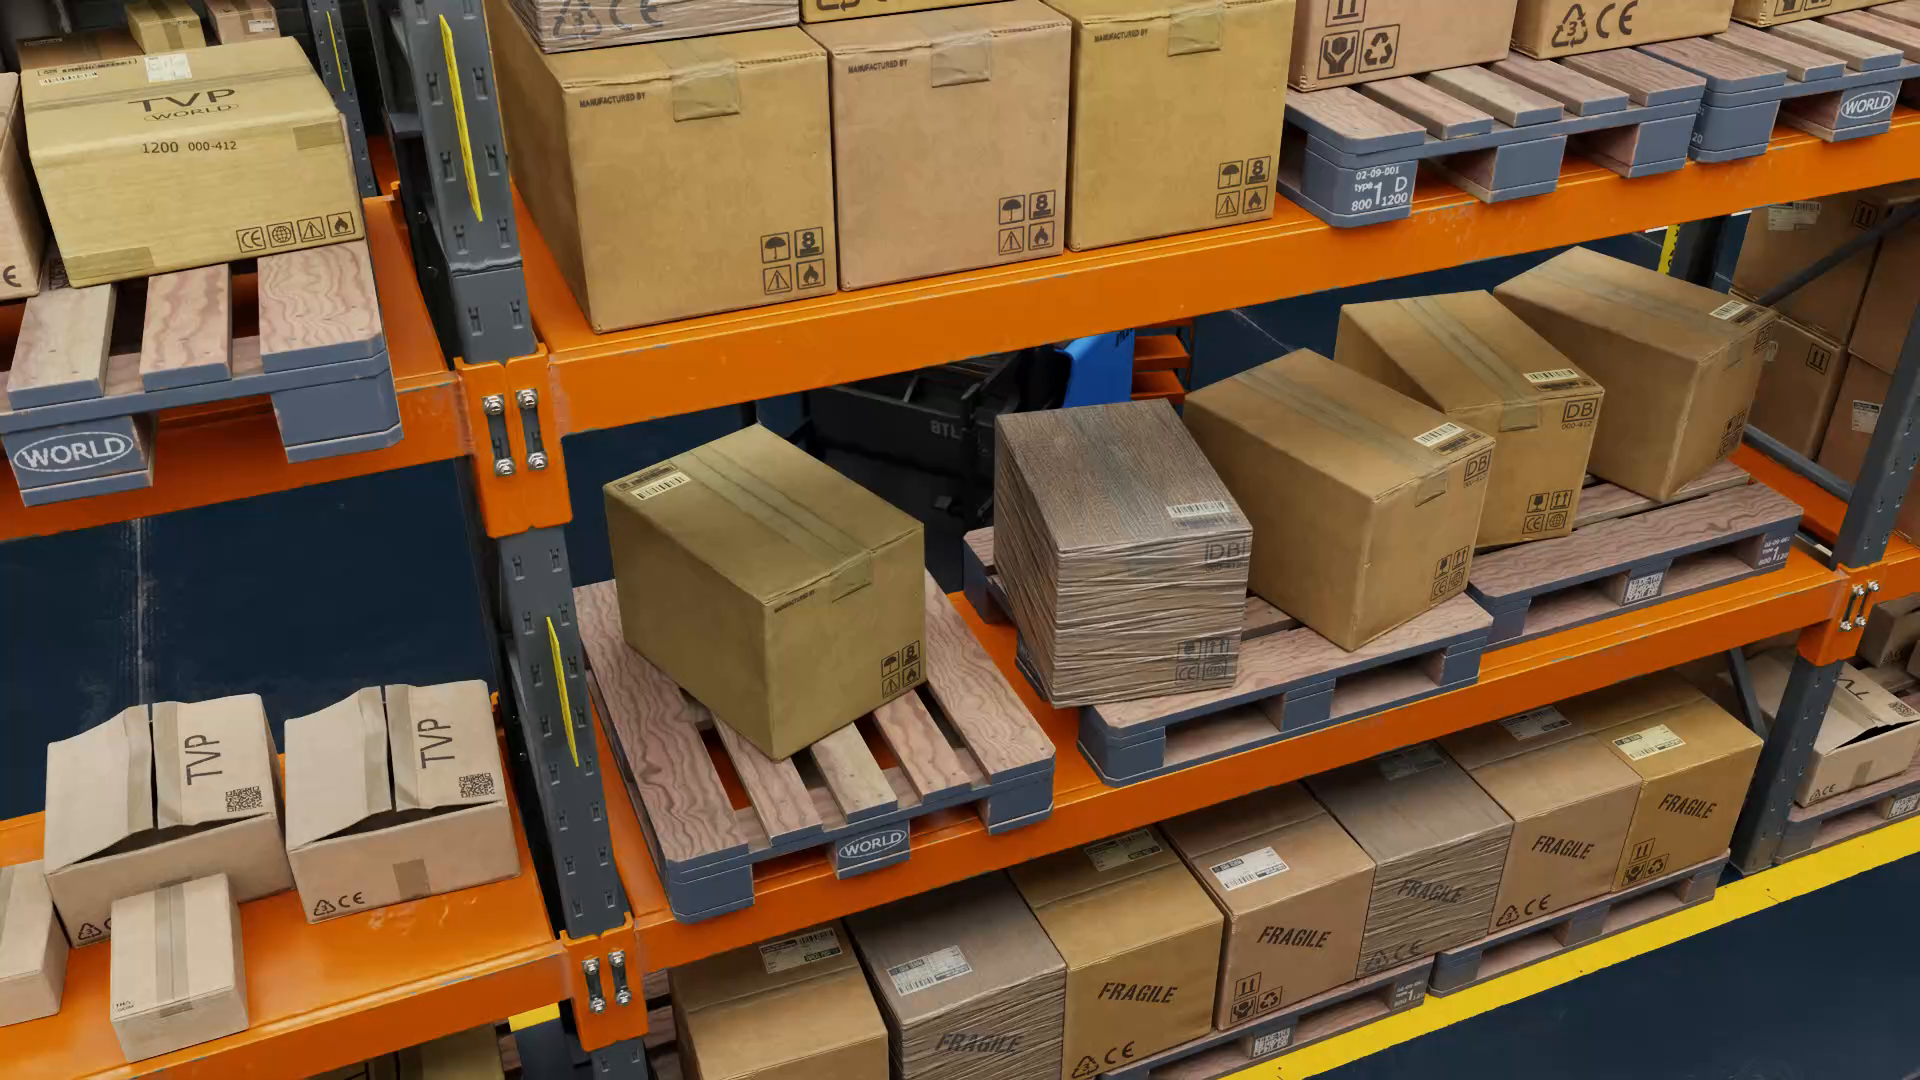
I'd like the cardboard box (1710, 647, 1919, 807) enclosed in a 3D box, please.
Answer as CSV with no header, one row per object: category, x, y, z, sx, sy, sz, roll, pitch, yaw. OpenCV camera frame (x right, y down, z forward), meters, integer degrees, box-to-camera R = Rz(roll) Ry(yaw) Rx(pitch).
cardboard box,3.117,0.642,6.074,0.500,0.311,0.500,-13,35,-19

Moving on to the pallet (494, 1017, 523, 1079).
pallet,-1.816,1.847,4.718,1.213,0.211,1.003,-13,35,-19

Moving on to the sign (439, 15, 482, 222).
sign,-0.835,-0.702,2.782,0.005,0.325,0.100,-13,35,-19

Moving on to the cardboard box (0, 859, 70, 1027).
cardboard box,-2.196,0.927,3.805,0.250,0.149,0.380,-10,34,-15

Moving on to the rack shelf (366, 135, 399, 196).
rack shelf,-1.119,-2.087,8.866,4.000,0.370,1.077,-13,35,-19

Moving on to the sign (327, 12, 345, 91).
sign,-2.744,-2.147,7.311,0.005,0.325,0.100,-13,35,-19

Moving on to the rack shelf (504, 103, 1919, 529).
rack shelf,0.802,-0.854,4.221,4.000,0.370,1.077,-13,35,-19

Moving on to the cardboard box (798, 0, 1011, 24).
cardboard box,-0.167,-1.391,3.378,0.500,0.500,0.500,-13,35,-19

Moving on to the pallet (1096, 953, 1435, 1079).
pallet,0.784,1.299,5.560,1.213,0.211,1.003,-13,35,-19

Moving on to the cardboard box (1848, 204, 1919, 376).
cardboard box,3.190,-0.739,5.127,0.500,0.500,0.500,-12,35,-18

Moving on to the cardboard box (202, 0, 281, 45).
cardboard box,-3.270,-2.376,7.562,0.250,0.149,0.380,-18,37,-25

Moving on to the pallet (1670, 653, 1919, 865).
pallet,3.280,0.704,6.475,1.213,0.211,1.003,-13,35,-19

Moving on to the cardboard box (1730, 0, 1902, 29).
cardboard box,2.153,-1.768,4.398,0.600,0.600,0.600,-16,36,-23

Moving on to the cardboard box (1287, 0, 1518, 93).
cardboard box,0.924,-1.485,3.963,0.600,0.600,0.600,-14,36,-21

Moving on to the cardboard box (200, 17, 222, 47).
cardboard box,-3.393,-2.088,7.714,0.500,0.500,0.700,-17,37,-24

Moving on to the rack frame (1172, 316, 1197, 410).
rack frame,1.100,-0.957,8.121,0.015,1.200,0.240,-5,33,-8

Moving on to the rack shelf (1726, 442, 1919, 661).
rack shelf,4.490,-0.441,6.337,4.000,0.370,1.077,-13,35,-19

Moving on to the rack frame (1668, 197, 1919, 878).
rack frame,2.646,-0.320,5.492,0.127,3.000,1.000,-13,35,-19

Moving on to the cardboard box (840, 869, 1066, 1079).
cardboard box,-0.031,1.322,4.857,0.500,0.500,0.500,-14,36,-21

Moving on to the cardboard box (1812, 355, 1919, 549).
cardboard box,3.222,-0.333,5.420,0.500,0.500,0.500,-12,35,-18

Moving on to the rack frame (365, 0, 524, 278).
rack frame,-1.042,-1.990,2.558,0.127,3.000,1.000,-13,35,-19

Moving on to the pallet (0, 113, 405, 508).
pallet,-1.633,-0.466,3.138,1.003,0.211,1.213,-11,35,-17

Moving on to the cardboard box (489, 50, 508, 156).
cardboard box,-2.416,-2.115,7.867,0.500,0.500,0.500,-12,35,-18

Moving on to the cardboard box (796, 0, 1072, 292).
cardboard box,-0.182,-0.992,3.682,0.500,0.500,0.910,-13,35,-19

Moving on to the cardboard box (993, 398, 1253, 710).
cardboard box,0.412,0.020,4.493,0.500,0.500,0.700,-7,34,-10

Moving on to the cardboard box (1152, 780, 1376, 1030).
cardboard box,0.913,1.106,5.189,0.500,0.500,0.500,-14,36,-21

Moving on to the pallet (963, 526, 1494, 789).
pallet,0.749,0.192,4.881,1.213,0.211,1.003,-13,35,-19

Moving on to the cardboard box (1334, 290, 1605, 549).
cardboard box,1.513,-0.374,5.097,0.500,0.500,0.700,-8,34,-11

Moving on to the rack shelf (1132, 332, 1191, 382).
rack shelf,0.859,-0.879,8.125,0.480,0.148,0.258,-5,33,-8

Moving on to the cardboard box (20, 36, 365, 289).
cardboard box,-1.438,-0.722,3.112,0.500,0.250,0.500,-16,36,-22

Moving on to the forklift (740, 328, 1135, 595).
forklift,-0.286,-0.888,6.427,1.130,2.935,3.031,15,36,22

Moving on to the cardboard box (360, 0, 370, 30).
cardboard box,-2.645,-2.681,8.050,0.500,0.250,0.500,-12,35,-18

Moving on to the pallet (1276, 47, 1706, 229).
pallet,1.063,-1.176,4.229,1.003,0.211,1.213,-13,35,-19

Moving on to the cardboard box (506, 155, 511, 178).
cardboard box,-2.334,-1.871,8.087,0.250,0.149,0.380,-12,35,-18

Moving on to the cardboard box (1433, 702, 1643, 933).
cardboard box,1.843,0.891,5.518,0.500,0.500,0.500,-13,35,-19

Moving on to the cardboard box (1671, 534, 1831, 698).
cardboard box,3.062,0.280,6.458,0.500,0.500,0.500,-13,35,-19

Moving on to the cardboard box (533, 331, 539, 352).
cardboard box,-2.234,-1.330,8.630,0.750,0.750,0.750,-13,35,-20

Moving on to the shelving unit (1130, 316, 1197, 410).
shelving unit,0.859,-0.936,8.088,0.503,1.200,0.258,-5,33,-8

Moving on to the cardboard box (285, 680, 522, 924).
cardboard box,-1.394,0.616,4.134,0.500,0.311,0.500,-11,35,-16
